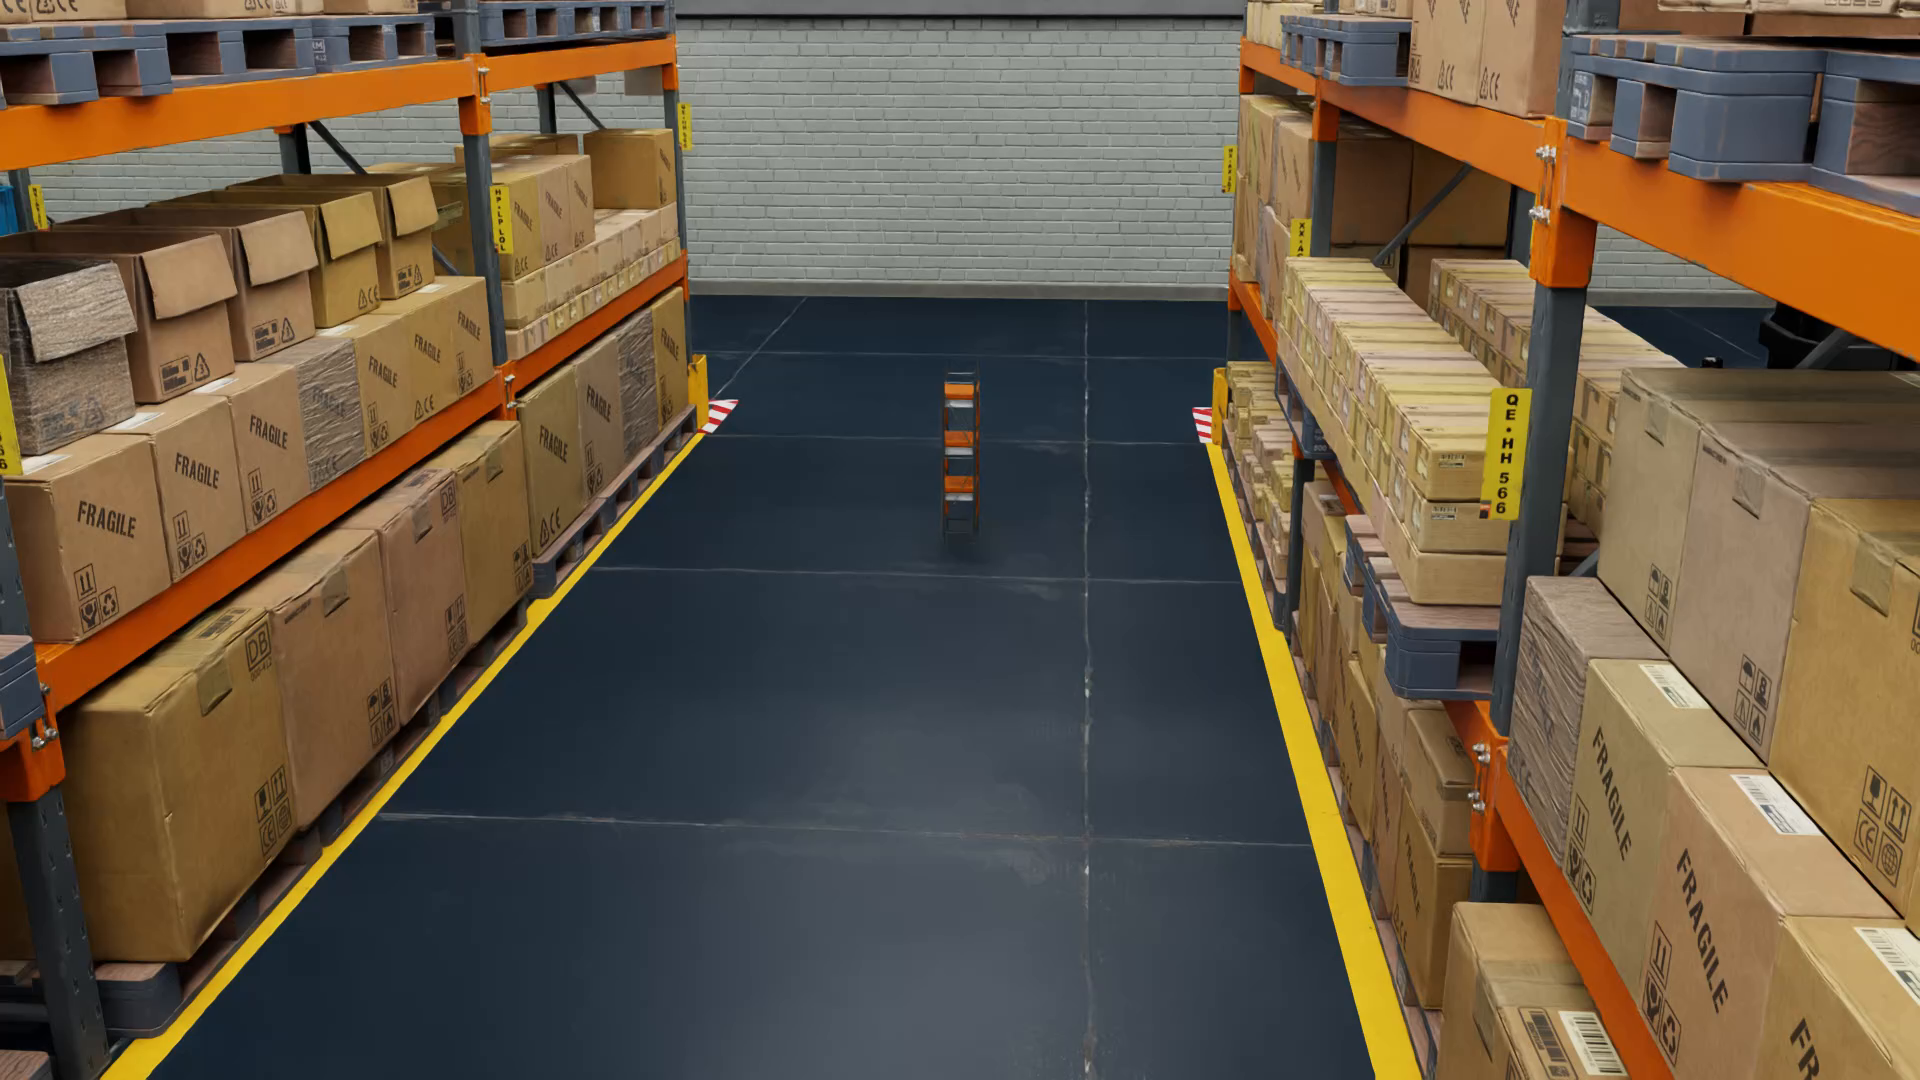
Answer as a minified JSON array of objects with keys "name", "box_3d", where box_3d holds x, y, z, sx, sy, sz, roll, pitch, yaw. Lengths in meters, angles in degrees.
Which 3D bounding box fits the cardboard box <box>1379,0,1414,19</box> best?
[{"name":"cardboard box","box_3d":[1.901,-2.123,5.927,0.797,0.503,0.637,1,18,3]}]

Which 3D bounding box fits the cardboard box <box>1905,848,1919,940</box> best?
[{"name":"cardboard box","box_3d":[1.708,0.409,2.092,0.700,0.500,0.500,1,18,3]}]

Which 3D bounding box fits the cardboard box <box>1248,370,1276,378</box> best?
[{"name":"cardboard box","box_3d":[2.154,-1.052,11.265,0.380,0.149,0.250,2,18,5]}]

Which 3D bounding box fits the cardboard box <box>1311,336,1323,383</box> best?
[{"name":"cardboard box","box_3d":[1.586,-0.710,6.523,0.380,0.149,0.250,2,18,6]}]

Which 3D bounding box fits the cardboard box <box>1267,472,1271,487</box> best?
[{"name":"cardboard box","box_3d":[1.972,-0.340,9.569,0.380,0.149,0.250,2,18,5]}]

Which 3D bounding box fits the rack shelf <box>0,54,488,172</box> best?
[{"name":"rack shelf","box_3d":[-2.940,-1.530,6.113,1.077,0.370,4.000,1,18,4]}]

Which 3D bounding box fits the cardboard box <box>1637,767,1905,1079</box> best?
[{"name":"cardboard box","box_3d":[1.485,0.717,2.756,0.500,0.500,0.500,1,18,4]}]

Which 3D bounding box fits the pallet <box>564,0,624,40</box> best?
[{"name":"pallet","box_3d":[-2.638,-3.083,9.839,1.003,0.211,1.213,1,18,4]}]

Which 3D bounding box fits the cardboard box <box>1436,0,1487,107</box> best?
[{"name":"cardboard box","box_3d":[1.667,-1.495,4.690,0.500,0.500,0.500,1,18,4]}]

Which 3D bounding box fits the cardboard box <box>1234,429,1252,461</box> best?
[{"name":"cardboard box","box_3d":[1.997,-0.620,10.901,0.380,0.149,0.250,2,18,5]}]

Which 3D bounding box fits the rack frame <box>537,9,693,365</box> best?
[{"name":"rack frame","box_3d":[-2.510,-2.310,12.155,1.000,3.000,0.127,1,18,4]}]

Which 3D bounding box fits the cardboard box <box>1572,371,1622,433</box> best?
[{"name":"cardboard box","box_3d":[2.141,-0.427,5.183,0.380,0.149,0.250,1,18,2]}]

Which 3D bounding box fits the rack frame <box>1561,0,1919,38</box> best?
[{"name":"rack frame","box_3d":[1.856,-2.534,3.205,1.000,3.000,0.127,1,18,4]}]

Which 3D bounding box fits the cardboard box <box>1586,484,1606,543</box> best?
[{"name":"cardboard box","box_3d":[2.128,-0.065,5.033,0.380,0.149,0.250,2,18,7]}]

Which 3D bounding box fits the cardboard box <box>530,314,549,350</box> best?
[{"name":"cardboard box","box_3d":[-2.425,-1.114,8.910,0.380,0.149,0.250,1,18,2]}]

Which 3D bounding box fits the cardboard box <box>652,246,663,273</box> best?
[{"name":"cardboard box","box_3d":[-2.243,-1.914,11.349,0.380,0.149,0.250,1,18,4]}]

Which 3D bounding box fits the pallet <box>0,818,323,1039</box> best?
[{"name":"pallet","box_3d":[-2.952,1.257,5.749,1.003,0.211,1.213,1,18,4]}]

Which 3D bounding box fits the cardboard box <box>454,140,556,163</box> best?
[{"name":"cardboard box","box_3d":[-2.881,-2.277,10.614,0.500,0.500,0.500,1,18,2]}]

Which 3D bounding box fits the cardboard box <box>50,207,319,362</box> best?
[{"name":"cardboard box","box_3d":[-2.924,-0.987,6.346,0.797,0.503,0.637,2,18,6]}]

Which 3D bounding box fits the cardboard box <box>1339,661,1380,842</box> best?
[{"name":"cardboard box","box_3d":[1.705,0.769,6.099,0.500,0.500,0.500,0,18,1]}]

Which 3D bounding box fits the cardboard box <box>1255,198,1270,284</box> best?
[{"name":"cardboard box","box_3d":[2.031,-1.746,9.797,0.500,0.500,0.500,1,18,2]}]

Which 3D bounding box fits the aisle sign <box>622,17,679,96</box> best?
[{"name":"aisle sign","box_3d":[-2.206,-3.561,11.798,0.394,0.787,0.004,1,18,4]}]

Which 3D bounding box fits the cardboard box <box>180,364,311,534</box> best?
[{"name":"cardboard box","box_3d":[-2.709,-0.337,5.974,0.500,0.500,0.500,1,18,3]}]

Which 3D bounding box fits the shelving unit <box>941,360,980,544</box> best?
[{"name":"shelving unit","box_3d":[0.004,-0.516,9.810,0.215,1.050,0.252,1,18,4]}]

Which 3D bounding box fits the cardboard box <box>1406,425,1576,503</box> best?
[{"name":"cardboard box","box_3d":[1.434,-0.209,4.516,0.380,0.149,0.250,1,18,2]}]

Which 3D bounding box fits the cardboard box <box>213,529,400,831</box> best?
[{"name":"cardboard box","box_3d":[-2.942,0.494,6.335,1.225,0.875,0.875,1,18,4]}]

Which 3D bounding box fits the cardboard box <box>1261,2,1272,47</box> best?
[{"name":"cardboard box","box_3d":[2.077,-3.065,9.882,0.500,0.250,0.500,1,18,2]}]

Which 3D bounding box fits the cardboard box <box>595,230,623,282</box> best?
[{"name":"cardboard box","box_3d":[-2.387,-1.746,10.198,0.500,0.250,0.500,1,18,4]}]

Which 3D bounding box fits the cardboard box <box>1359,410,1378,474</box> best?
[{"name":"cardboard box","box_3d":[1.490,-0.311,5.305,0.380,0.149,0.250,1,18,4]}]

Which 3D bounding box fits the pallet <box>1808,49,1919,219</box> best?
[{"name":"pallet","box_3d":[1.786,-0.470,2.027,1.003,0.211,1.213,2,18,6]}]

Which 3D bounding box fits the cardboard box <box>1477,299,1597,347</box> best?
[{"name":"cardboard box","box_3d":[2.230,-0.838,6.436,0.380,0.149,0.250,1,18,2]}]

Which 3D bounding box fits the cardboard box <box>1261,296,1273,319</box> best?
[{"name":"cardboard box","box_3d":[1.970,-1.387,9.743,0.380,0.149,0.250,2,18,5]}]

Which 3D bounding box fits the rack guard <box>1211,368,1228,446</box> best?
[{"name":"rack guard","box_3d":[2.424,-0.956,12.039,1.175,0.500,0.348,1,18,4]}]

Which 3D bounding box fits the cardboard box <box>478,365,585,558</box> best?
[{"name":"cardboard box","box_3d":[-2.670,-0.461,9.250,0.875,0.875,0.875,1,18,4]}]

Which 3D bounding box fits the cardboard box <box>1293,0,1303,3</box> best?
[{"name":"cardboard box","box_3d":[1.972,-2.828,8.356,0.500,0.250,0.500,1,18,2]}]

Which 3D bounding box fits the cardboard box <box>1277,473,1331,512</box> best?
[{"name":"cardboard box","box_3d":[1.888,-0.250,8.816,0.380,0.149,0.250,2,18,5]}]

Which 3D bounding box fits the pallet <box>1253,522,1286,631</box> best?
[{"name":"pallet","box_3d":[2.156,0.190,9.003,1.003,0.211,1.213,1,18,4]}]

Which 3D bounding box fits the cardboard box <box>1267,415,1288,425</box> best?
[{"name":"cardboard box","box_3d":[2.056,-0.651,10.041,0.380,0.149,0.250,1,18,4]}]

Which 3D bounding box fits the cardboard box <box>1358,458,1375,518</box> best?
[{"name":"cardboard box","box_3d":[1.492,-0.161,5.327,0.380,0.149,0.250,1,18,3]}]

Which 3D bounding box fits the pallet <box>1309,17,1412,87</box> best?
[{"name":"pallet","box_3d":[1.921,-1.750,5.931,1.213,0.211,1.003,1,18,4]}]

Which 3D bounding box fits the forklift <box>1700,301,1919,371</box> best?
[{"name":"forklift","box_3d":[5.165,-1.154,8.738,3.031,2.935,1.130,3,18,8]}]

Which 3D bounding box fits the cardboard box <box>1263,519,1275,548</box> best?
[{"name":"cardboard box","box_3d":[1.888,-0.062,9.199,0.380,0.149,0.250,1,18,2]}]

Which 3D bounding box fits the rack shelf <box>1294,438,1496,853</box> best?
[{"name":"rack shelf","box_3d":[2.000,0.038,6.147,1.077,0.370,4.000,1,18,4]}]

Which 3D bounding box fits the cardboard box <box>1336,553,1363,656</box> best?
[{"name":"cardboard box","box_3d":[1.750,0.254,6.467,0.500,0.250,0.500,2,18,6]}]

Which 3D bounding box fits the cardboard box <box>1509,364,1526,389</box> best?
[{"name":"cardboard box","box_3d":[2.198,-0.534,5.988,0.380,0.149,0.250,2,18,6]}]

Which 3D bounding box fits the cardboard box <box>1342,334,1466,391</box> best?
[{"name":"cardboard box","box_3d":[1.529,-0.610,5.741,0.380,0.149,0.250,2,18,7]}]

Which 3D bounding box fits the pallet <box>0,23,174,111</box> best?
[{"name":"pallet","box_3d":[-3.090,-1.362,4.749,1.213,0.211,1.003,2,18,6]}]

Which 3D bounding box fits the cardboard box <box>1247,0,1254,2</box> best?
[{"name":"cardboard box","box_3d":[2.139,-3.626,10.792,0.500,0.250,0.500,2,18,5]}]

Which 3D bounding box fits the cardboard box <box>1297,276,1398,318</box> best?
[{"name":"cardboard box","box_3d":[1.621,-1.010,6.962,0.380,0.149,0.250,1,18,4]}]

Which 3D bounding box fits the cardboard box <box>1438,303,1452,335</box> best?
[{"name":"cardboard box","box_3d":[2.294,-0.937,7.217,0.380,0.149,0.250,1,18,4]}]

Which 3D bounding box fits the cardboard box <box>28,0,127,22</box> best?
[{"name":"cardboard box","box_3d":[-3.138,-1.959,5.432,0.500,0.500,0.500,2,18,7]}]

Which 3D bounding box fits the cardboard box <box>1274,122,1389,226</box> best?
[{"name":"cardboard box","box_3d":[1.939,-1.902,8.667,0.500,0.500,0.500,1,18,2]}]

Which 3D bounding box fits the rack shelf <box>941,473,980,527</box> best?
[{"name":"rack shelf","box_3d":[0.004,-0.241,9.900,0.215,0.259,0.240,1,18,4]}]

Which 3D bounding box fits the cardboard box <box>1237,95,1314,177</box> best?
[{"name":"cardboard box","box_3d":[2.133,-2.698,11.097,0.500,0.500,0.500,1,18,4]}]

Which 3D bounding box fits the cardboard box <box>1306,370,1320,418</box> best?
[{"name":"cardboard box","box_3d":[1.583,-0.573,6.583,0.380,0.149,0.250,0,18,1]}]

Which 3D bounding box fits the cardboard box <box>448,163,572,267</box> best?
[{"name":"cardboard box","box_3d":[-2.464,-1.790,9.127,0.500,0.500,0.500,1,18,4]}]

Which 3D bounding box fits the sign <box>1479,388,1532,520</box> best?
[{"name":"sign","box_3d":[1.314,-0.205,3.999,0.100,0.325,0.005,1,18,4]}]

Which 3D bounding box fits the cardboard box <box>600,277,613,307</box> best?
[{"name":"cardboard box","box_3d":[-2.334,-1.517,10.138,0.380,0.149,0.250,1,18,2]}]
